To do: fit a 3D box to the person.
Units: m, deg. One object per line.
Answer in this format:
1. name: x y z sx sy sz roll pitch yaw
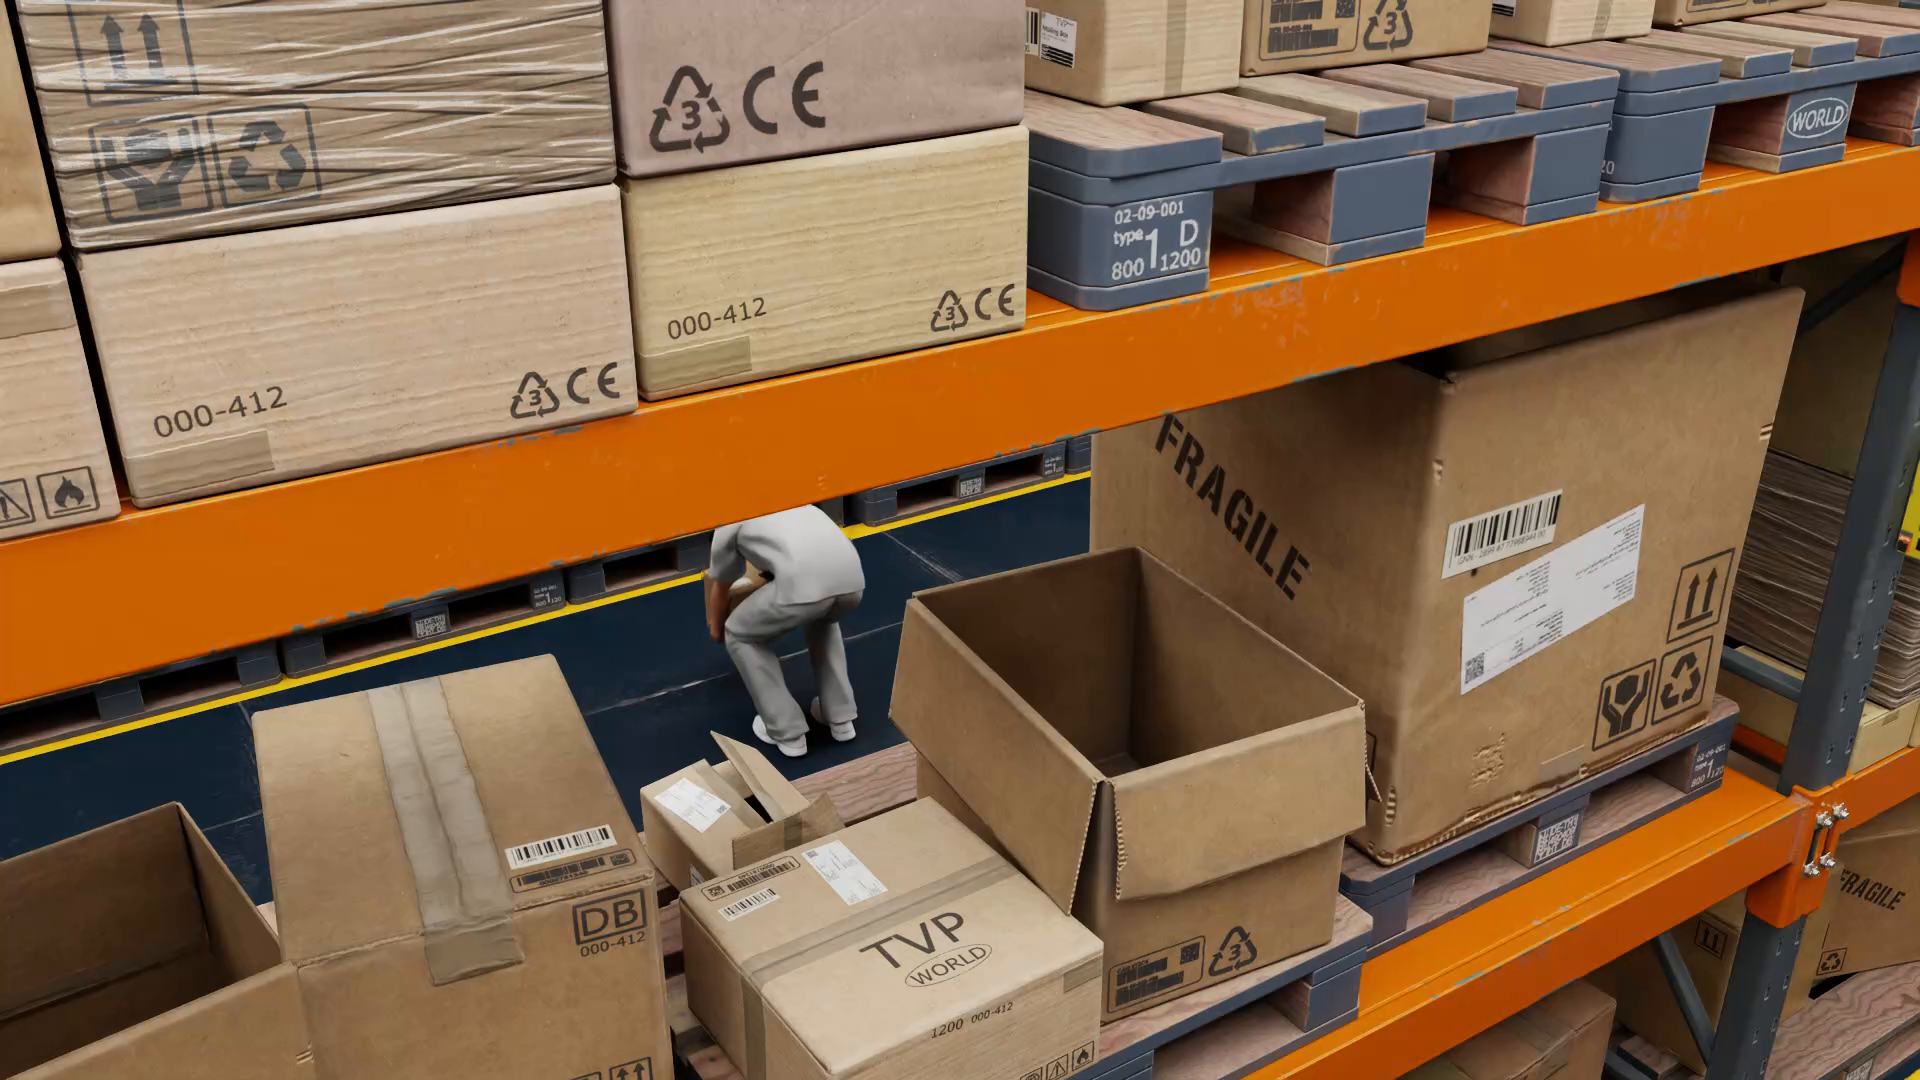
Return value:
1. person: -0.695 0.263 6.391 0.472 0.960 0.867 -17 30 -32
